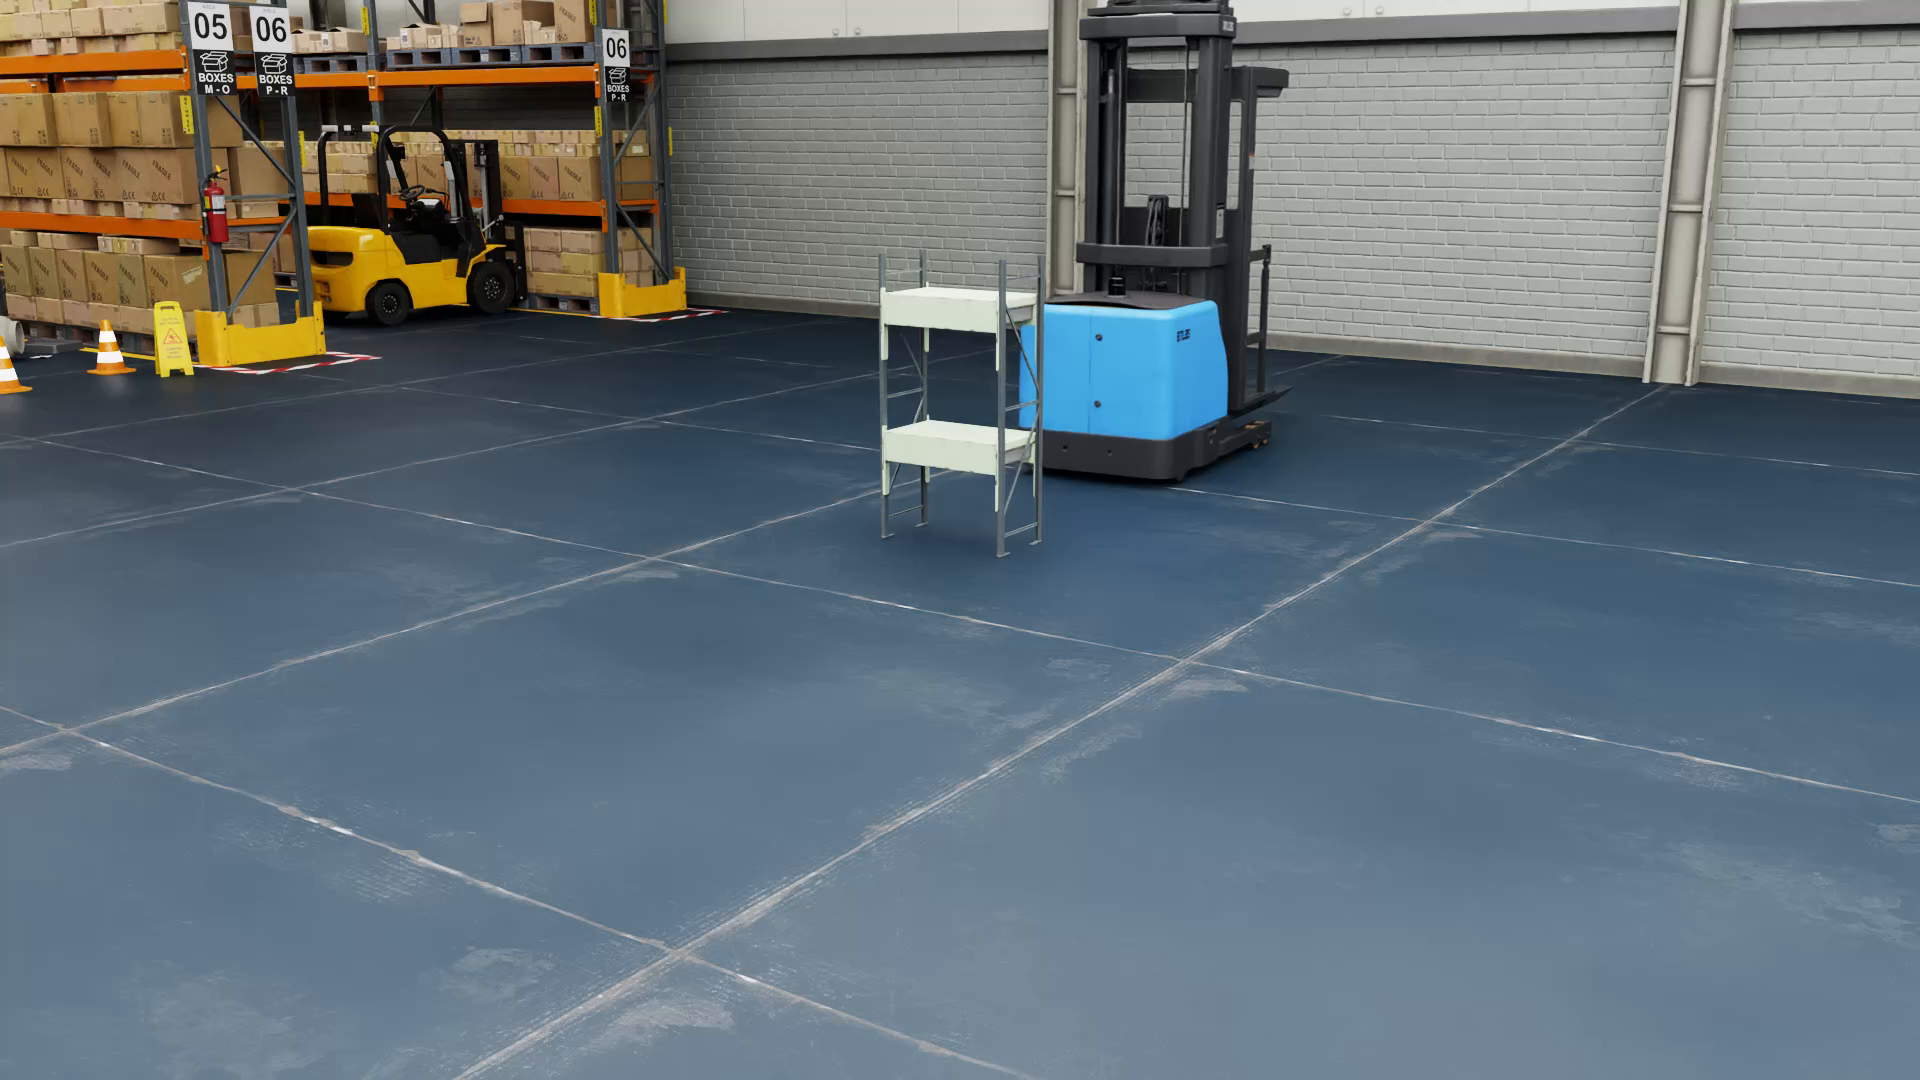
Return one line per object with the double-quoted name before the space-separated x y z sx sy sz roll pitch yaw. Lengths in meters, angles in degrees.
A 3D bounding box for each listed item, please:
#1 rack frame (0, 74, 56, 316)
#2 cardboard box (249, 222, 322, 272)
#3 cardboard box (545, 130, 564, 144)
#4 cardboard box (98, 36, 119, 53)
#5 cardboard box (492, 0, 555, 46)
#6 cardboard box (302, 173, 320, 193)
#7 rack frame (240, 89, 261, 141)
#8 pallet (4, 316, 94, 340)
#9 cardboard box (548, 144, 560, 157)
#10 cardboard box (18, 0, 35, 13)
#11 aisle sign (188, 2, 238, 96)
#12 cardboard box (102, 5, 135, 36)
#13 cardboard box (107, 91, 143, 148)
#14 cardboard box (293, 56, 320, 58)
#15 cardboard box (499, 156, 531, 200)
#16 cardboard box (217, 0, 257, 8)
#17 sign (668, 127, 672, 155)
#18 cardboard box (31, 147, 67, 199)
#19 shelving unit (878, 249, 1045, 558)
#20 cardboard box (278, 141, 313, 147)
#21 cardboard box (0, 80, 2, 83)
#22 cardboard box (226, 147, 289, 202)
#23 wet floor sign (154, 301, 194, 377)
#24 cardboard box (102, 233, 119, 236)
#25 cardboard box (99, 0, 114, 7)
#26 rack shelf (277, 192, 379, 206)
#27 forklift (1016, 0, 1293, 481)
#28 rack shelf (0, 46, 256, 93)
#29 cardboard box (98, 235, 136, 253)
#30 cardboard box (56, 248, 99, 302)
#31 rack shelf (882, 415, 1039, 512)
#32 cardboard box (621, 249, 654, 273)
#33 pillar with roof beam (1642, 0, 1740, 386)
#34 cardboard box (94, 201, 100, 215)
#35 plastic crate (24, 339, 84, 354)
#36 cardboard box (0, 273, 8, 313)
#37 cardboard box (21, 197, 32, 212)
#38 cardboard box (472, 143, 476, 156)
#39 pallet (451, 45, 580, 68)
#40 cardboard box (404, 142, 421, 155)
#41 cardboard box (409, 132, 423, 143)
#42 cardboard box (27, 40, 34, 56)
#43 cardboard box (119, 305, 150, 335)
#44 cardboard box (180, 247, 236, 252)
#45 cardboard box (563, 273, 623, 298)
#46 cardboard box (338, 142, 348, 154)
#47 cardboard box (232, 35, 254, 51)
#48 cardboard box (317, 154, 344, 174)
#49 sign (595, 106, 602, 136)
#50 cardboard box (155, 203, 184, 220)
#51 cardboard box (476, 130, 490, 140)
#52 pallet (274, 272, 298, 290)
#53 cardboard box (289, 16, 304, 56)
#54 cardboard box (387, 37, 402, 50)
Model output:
"rack frame" -9.849 -3.700 17.529 0.127 3.000 1.000 9 17 33
"cardboard box" -9.344 -4.106 23.235 0.625 0.625 0.875 10 17 35
"cardboard box" -4.632 -4.725 19.490 0.250 0.149 0.380 10 17 34
"cardboard box" -7.815 -4.631 15.568 0.250 0.149 0.380 9 17 32
"cardboard box" -5.060 -6.079 19.607 0.500 0.500 0.700 9 17 33
"cardboard box" -8.461 -4.772 22.171 0.500 0.250 0.500 9 17 33
"rack frame" -10.401 -5.227 23.697 0.127 3.000 1.000 9 17 33
"pallet" -9.272 -2.264 17.529 1.213 0.211 1.003 9 17 33
"cardboard box" -4.617 -4.584 19.539 0.250 0.149 0.380 10 17 34
"cardboard box" -8.887 -5.184 16.145 0.250 0.149 0.380 9 16 31
"aisle sign" -6.640 -4.360 14.783 0.004 0.787 0.394 9 17 33
"cardboard box" -7.514 -4.777 15.329 0.500 0.250 0.500 9 16 32
"cardboard box" -7.491 -3.937 15.576 0.500 0.500 0.700 9 17 33
"cardboard box" -8.916 -6.645 22.585 0.250 0.166 0.380 9 17 33
"cardboard box" -5.168 -4.357 19.972 0.500 0.500 0.500 9 16 32
"cardboard box" -6.711 -4.974 15.293 0.250 0.149 0.380 9 17 32
"sign" -3.448 -4.723 19.693 0.005 0.325 0.100 9 17 33
"cardboard box" -8.801 -3.646 16.483 0.500 0.500 0.500 9 17 32
"shelving unit" 0.006 -0.727 8.639 0.755 1.500 0.431 9 17 33
"cardboard box" -8.954 -5.302 22.443 0.250 0.149 0.380 9 17 33
"cardboard box" -14.804 -7.192 25.914 0.250 0.149 0.380 9 17 33
"cardboard box" -6.768 -3.476 15.795 0.500 0.500 0.500 9 16 32
"wet floor sign" -6.969 -1.782 14.681 0.267 0.644 0.232 -10 17 -35
"cardboard box" -12.585 -4.507 25.116 0.500 0.500 0.500 9 16 31
"cardboard box" -7.771 -5.023 15.493 0.250 0.149 0.380 9 17 33
"rack shelf" -8.741 -4.610 22.700 4.000 0.370 1.077 9 17 33
"forklift" 1.503 -2.087 11.155 1.130 2.935 3.031 7 16 28
"rack shelf" -8.190 -4.539 16.172 4.000 0.370 1.077 9 17 33
"cardboard box" -8.107 -2.873 16.126 0.250 0.149 0.380 10 17 35
"cardboard box" -8.630 -2.661 16.619 0.500 0.500 0.500 10 17 36
"rack shelf" 0.006 -0.411 8.718 0.720 0.370 0.431 9 17 33
"cardboard box" -4.037 -3.371 20.004 0.500 0.250 0.500 10 17 34
"pillar with roof beam" 3.717 -4.872 9.776 0.400 9.000 9.100 9 17 33
"cardboard box" -8.217 -3.258 16.267 0.250 0.149 0.380 9 17 33
"plastic crate" -9.004 -1.909 16.369 0.583 0.080 0.402 3 14 14
"cardboard box" -10.286 -2.699 18.077 0.625 0.372 0.950 9 17 34
"cardboard box" -9.291 -3.419 16.916 0.250 0.149 0.380 9 17 33
"cardboard box" -5.692 -4.748 20.201 0.250 0.149 0.380 9 16 32
"pallet" -5.352 -5.831 20.077 1.213 0.211 1.003 9 17 33
"cardboard box" -6.748 -4.924 20.916 0.250 0.149 0.380 10 17 34
"cardboard box" -6.706 -5.083 20.937 0.250 0.149 0.380 9 17 34
"cardboard box" -8.873 -4.807 16.279 0.250 0.149 0.380 9 16 31
"cardboard box" -7.776 -2.159 16.151 0.500 0.250 0.500 9 17 33
"cardboard box" -7.501 -2.633 16.504 0.500 0.500 0.500 8 16 31
"cardboard box" -4.329 -3.023 19.643 0.500 0.250 0.500 9 17 33
"cardboard box" -7.887 -5.130 21.746 0.250 0.149 0.380 9 17 33
"cardboard box" -6.624 -4.607 15.473 0.250 0.149 0.380 9 17 33
"cardboard box" -8.063 -4.943 21.820 0.500 0.250 0.500 9 16 31
"sign" -4.077 -4.725 18.765 0.005 0.325 0.100 9 17 33
"cardboard box" -7.232 -3.061 15.471 0.250 0.149 0.380 9 16 32
"cardboard box" -5.653 -4.910 20.237 0.250 0.149 0.380 9 17 33
"pallet" -8.732 -3.592 22.893 1.213 0.211 1.003 9 17 33
"cardboard box" -9.091 -6.702 22.121 0.500 0.500 0.500 10 17 34
"cardboard box" -6.879 -6.156 20.649 0.250 0.149 0.380 10 17 34
